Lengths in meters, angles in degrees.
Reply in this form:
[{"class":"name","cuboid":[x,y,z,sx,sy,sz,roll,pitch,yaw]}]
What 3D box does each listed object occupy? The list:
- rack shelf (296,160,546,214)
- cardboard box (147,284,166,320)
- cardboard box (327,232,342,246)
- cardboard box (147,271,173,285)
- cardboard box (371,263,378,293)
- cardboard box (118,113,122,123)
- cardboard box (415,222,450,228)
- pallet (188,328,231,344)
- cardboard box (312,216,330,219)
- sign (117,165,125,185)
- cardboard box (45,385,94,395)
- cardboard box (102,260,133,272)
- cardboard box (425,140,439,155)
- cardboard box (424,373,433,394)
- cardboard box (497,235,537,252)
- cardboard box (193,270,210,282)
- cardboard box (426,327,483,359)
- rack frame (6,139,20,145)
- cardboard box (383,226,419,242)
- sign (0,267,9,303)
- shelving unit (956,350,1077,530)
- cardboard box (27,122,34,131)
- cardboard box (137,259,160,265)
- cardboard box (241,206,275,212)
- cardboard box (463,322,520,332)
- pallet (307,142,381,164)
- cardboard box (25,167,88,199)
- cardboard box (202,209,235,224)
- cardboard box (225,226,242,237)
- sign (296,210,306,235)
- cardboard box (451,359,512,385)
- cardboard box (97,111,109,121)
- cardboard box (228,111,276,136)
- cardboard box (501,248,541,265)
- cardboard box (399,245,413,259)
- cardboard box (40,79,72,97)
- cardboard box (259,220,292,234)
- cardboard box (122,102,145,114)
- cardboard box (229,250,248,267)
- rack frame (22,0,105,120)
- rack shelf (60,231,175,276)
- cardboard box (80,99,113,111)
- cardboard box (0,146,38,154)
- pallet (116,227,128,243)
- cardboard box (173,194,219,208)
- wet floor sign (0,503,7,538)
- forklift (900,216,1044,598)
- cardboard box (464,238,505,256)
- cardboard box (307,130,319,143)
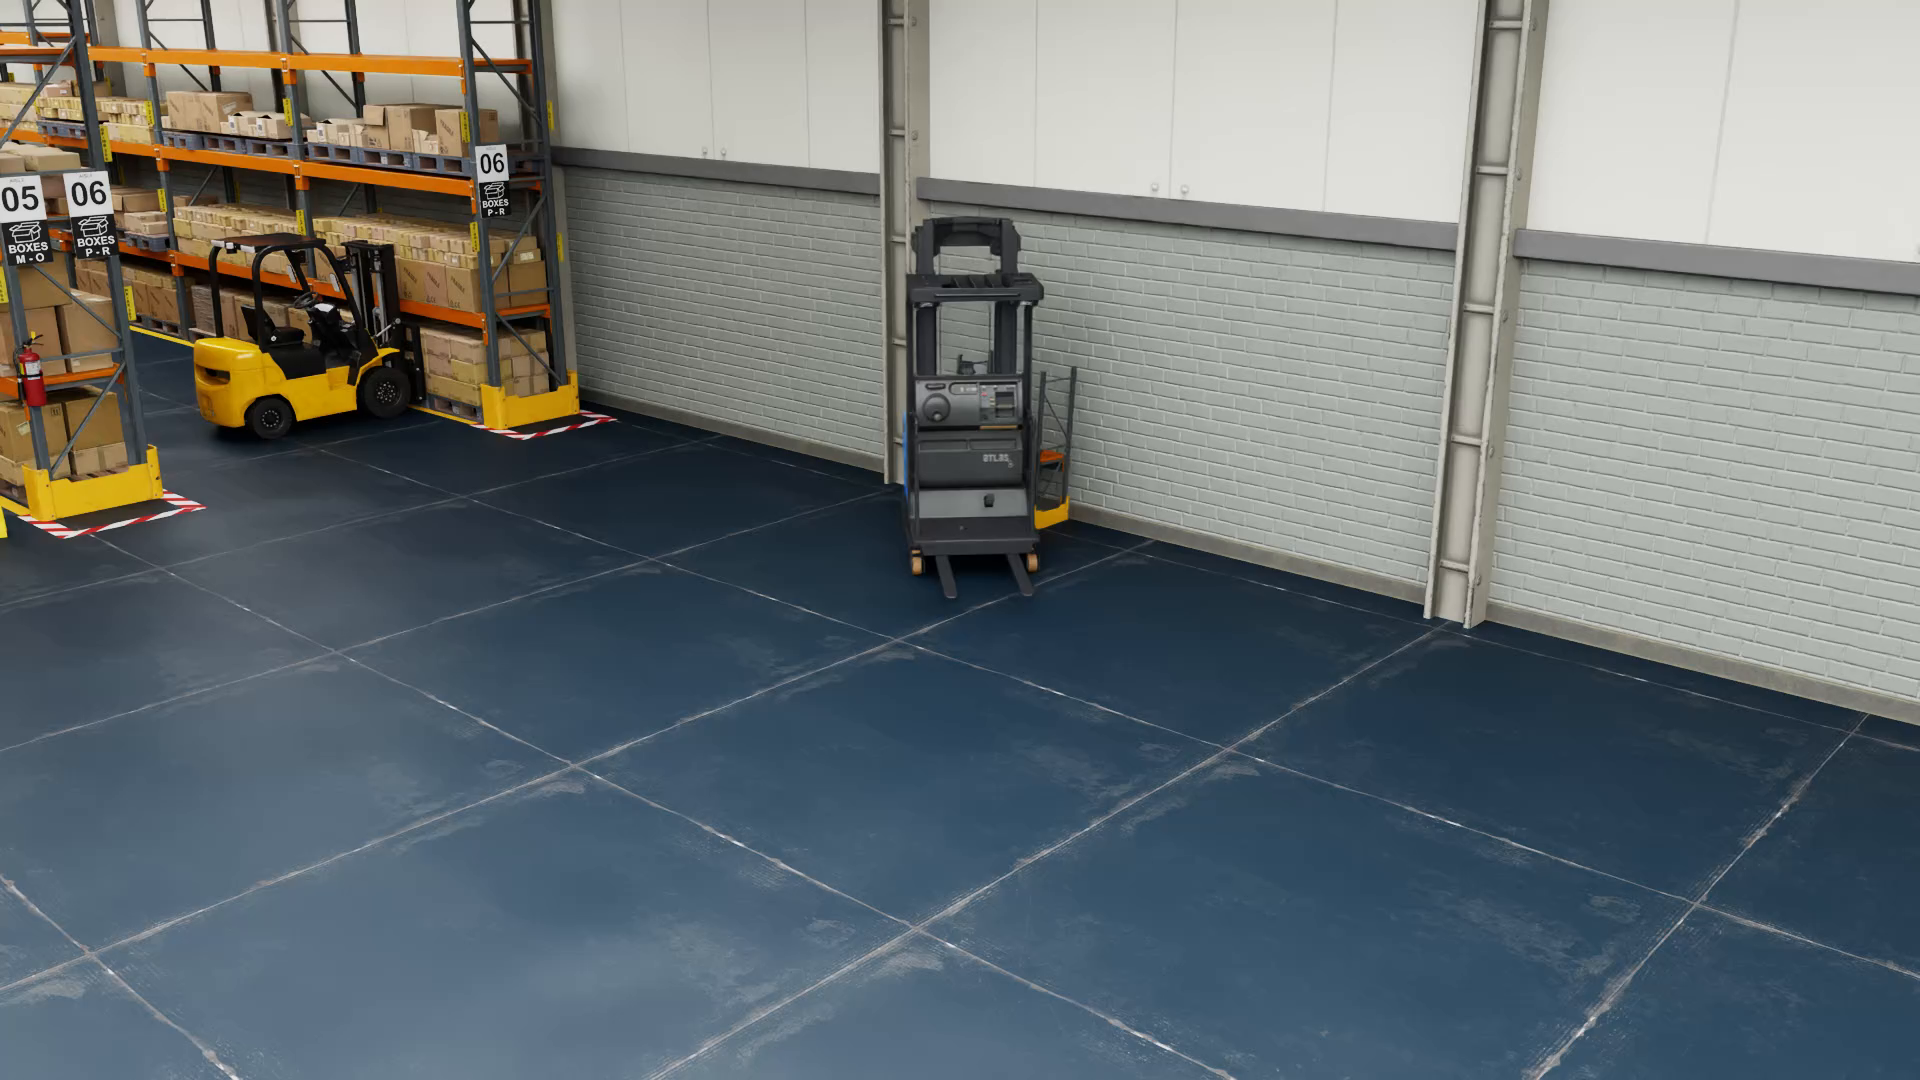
[{"class":"rack shelf","cuboid":[-6.595,-4.361,20.263,4.000,0.370,1.077,15,23,39]},{"class":"cardboard box","cuboid":[-11.909,-3.627,25.157,0.500,0.500,0.500,15,23,38]},{"class":"cardboard box","cuboid":[-7.832,-3.857,21.208,0.250,0.149,0.380,16,23,41]},{"class":"cardboard box","cuboid":[-12.012,-3.949,25.101,0.250,0.149,0.380,14,22,37]},{"class":"cardboard box","cuboid":[-7.152,-3.373,20.754,0.500,0.500,0.500,15,23,39]},{"class":"cardboard box","cuboid":[-12.236,-6.260,24.647,0.250,0.149,0.380,15,23,40]},{"class":"cardboard box","cuboid":[-6.546,-3.856,20.713,0.250,0.149,0.380,16,24,41]},{"class":"pallet","cuboid":[-10.492,-2.976,24.277,1.213,0.211,1.003,15,23,39]},{"class":"cardboard box","cuboid":[-8.768,-4.314,22.648,0.250,0.149,0.380,15,23,39]},{"class":"sign","cuboid":[-13.708,-5.960,27.158,0.005,0.325,0.100,15,23,39]},{"class":"cardboard box","cuboid":[-9.222,-1.329,17.091,0.500,0.500,0.500,14,22,37]},{"class":"cardboard box","cuboid":[-13.310,-4.329,26.297,0.250,0.149,0.380,15,23,38]},{"class":"cardboard box","cuboid":[-5.920,-4.528,19.156,0.250,0.149,0.380,14,22,38]},{"class":"cardboard box","cuboid":[-6.394,-1.990,20.412,0.500,0.250,0.500,15,23,40]},{"class":"cardboard box","cuboid":[-5.208,-3.487,19.549,0.250,0.149,0.380,14,23,38]},{"class":"cardboard box","cuboid":[-11.446,-4.031,25.360,0.250,0.149,0.380,16,24,41]},{"class":"cardboard box","cuboid":[-6.036,-2.362,19.932,0.500,0.250,0.500,16,23,40]},{"class":"rack frame","cuboid":[-17.066,-6.085,29.465,0.127,3.000,1.000,15,23,39]},{"class":"cardboard box","cuboid":[-6.835,-3.757,20.398,0.250,0.149,0.380,15,23,39]},{"class":"sign","cuboid":[-8.774,-2.330,15.196,0.005,0.325,0.100,15,23,39]},{"class":"shelving unit","cuboid":[0.480,-0.968,15.808,1.083,1.500,0.587,16,21,38]},{"class":"cardboard box","cuboid":[-14.720,-6.647,26.693,0.250,0.149,0.380,15,23,39]},{"class":"cardboard box","cuboid":[-12.840,-4.380,26.458,0.250,0.149,0.380,16,24,41]},{"class":"cardboard box","cuboid":[-10.052,-4.690,23.831,0.250,0.149,0.380,14,23,38]},{"class":"cardboard box","cuboid":[-5.709,-2.478,20.297,0.500,0.250,0.500,15,23,39]},{"class":"pallet","cuboid":[-7.435,-4.898,20.912,1.213,0.211,1.003,15,23,39]},{"class":"cardboard box","cuboid":[-8.590,-3.410,15.834,0.500,0.250,0.500,15,23,38]},{"class":"cardboard box","cuboid":[-10.426,-4.556,23.411,0.250,0.149,0.380,15,23,40]},{"class":"cardboard box","cuboid":[-9.760,-4.195,22.929,0.500,0.250,0.500,15,23,40]},{"class":"sign","cuboid":[-8.443,-4.065,21.317,0.005,0.325,0.100,15,23,39]},{"class":"cardboard box","cuboid":[-5.670,-2.027,19.705,0.500,0.250,0.500,15,23,39]},{"class":"cardboard box","cuboid":[-12.948,-6.387,25.014,0.250,0.149,0.380,16,23,40]},{"class":"cardboard box","cuboid":[-9.368,-5.555,22.124,0.500,0.311,0.500,14,22,37]},{"class":"cardboard box","cuboid":[-5.180,-3.356,19.629,0.250,0.149,0.380,14,23,38]},{"class":"cardboard box","cuboid":[-6.520,-3.488,20.043,0.250,0.149,0.380,15,23,40]},{"class":"cardboard box","cuboid":[-14.080,-7.040,25.893,0.258,0.266,0.396,15,23,39]},{"class":"cardboard box","cuboid":[-9.131,-4.183,22.233,0.250,0.149,0.380,14,22,38]},{"class":"cardboard box","cuboid":[-12.057,-6.350,24.439,0.250,0.149,0.380,15,23,38]},{"class":"cardboard box","cuboid":[-9.763,-3.955,23.000,0.500,0.250,0.500,16,24,41]},{"class":"rack frame","cuboid":[-14.074,-8.142,26.027,0.127,3.000,1.000,15,23,39]},{"class":"rack shelf","cuboid":[-12.578,-4.538,25.778,4.000,0.370,1.077,15,23,39]},{"class":"cardboard box","cuboid":[-12.951,-6.527,24.961,0.250,0.149,0.380,15,23,40]},{"class":"cardboard box","cuboid":[-9.253,-3.763,16.286,0.250,0.149,0.380,15,23,39]},{"class":"pallet","cuboid":[-12.540,-4.777,25.660,1.213,0.211,1.003,15,23,39]},{"class":"cardboard box","cuboid":[-11.363,-4.865,24.763,0.500,0.500,0.500,16,24,42]},{"class":"wet floor sign","cuboid":[-8.959,-0.346,15.275,0.267,0.644,0.232,-9,20,-27]},{"class":"forklift","cuboid":[0.101,-1.196,14.172,1.130,2.935,3.031,-2,18,-5]},{"class":"cardboard box","cuboid":[-5.506,-3.395,19.261,0.250,0.149,0.380,15,23,39]},{"class":"cardboard box","cuboid":[-7.956,-5.075,20.879,0.250,0.149,0.380,16,23,40]}]
